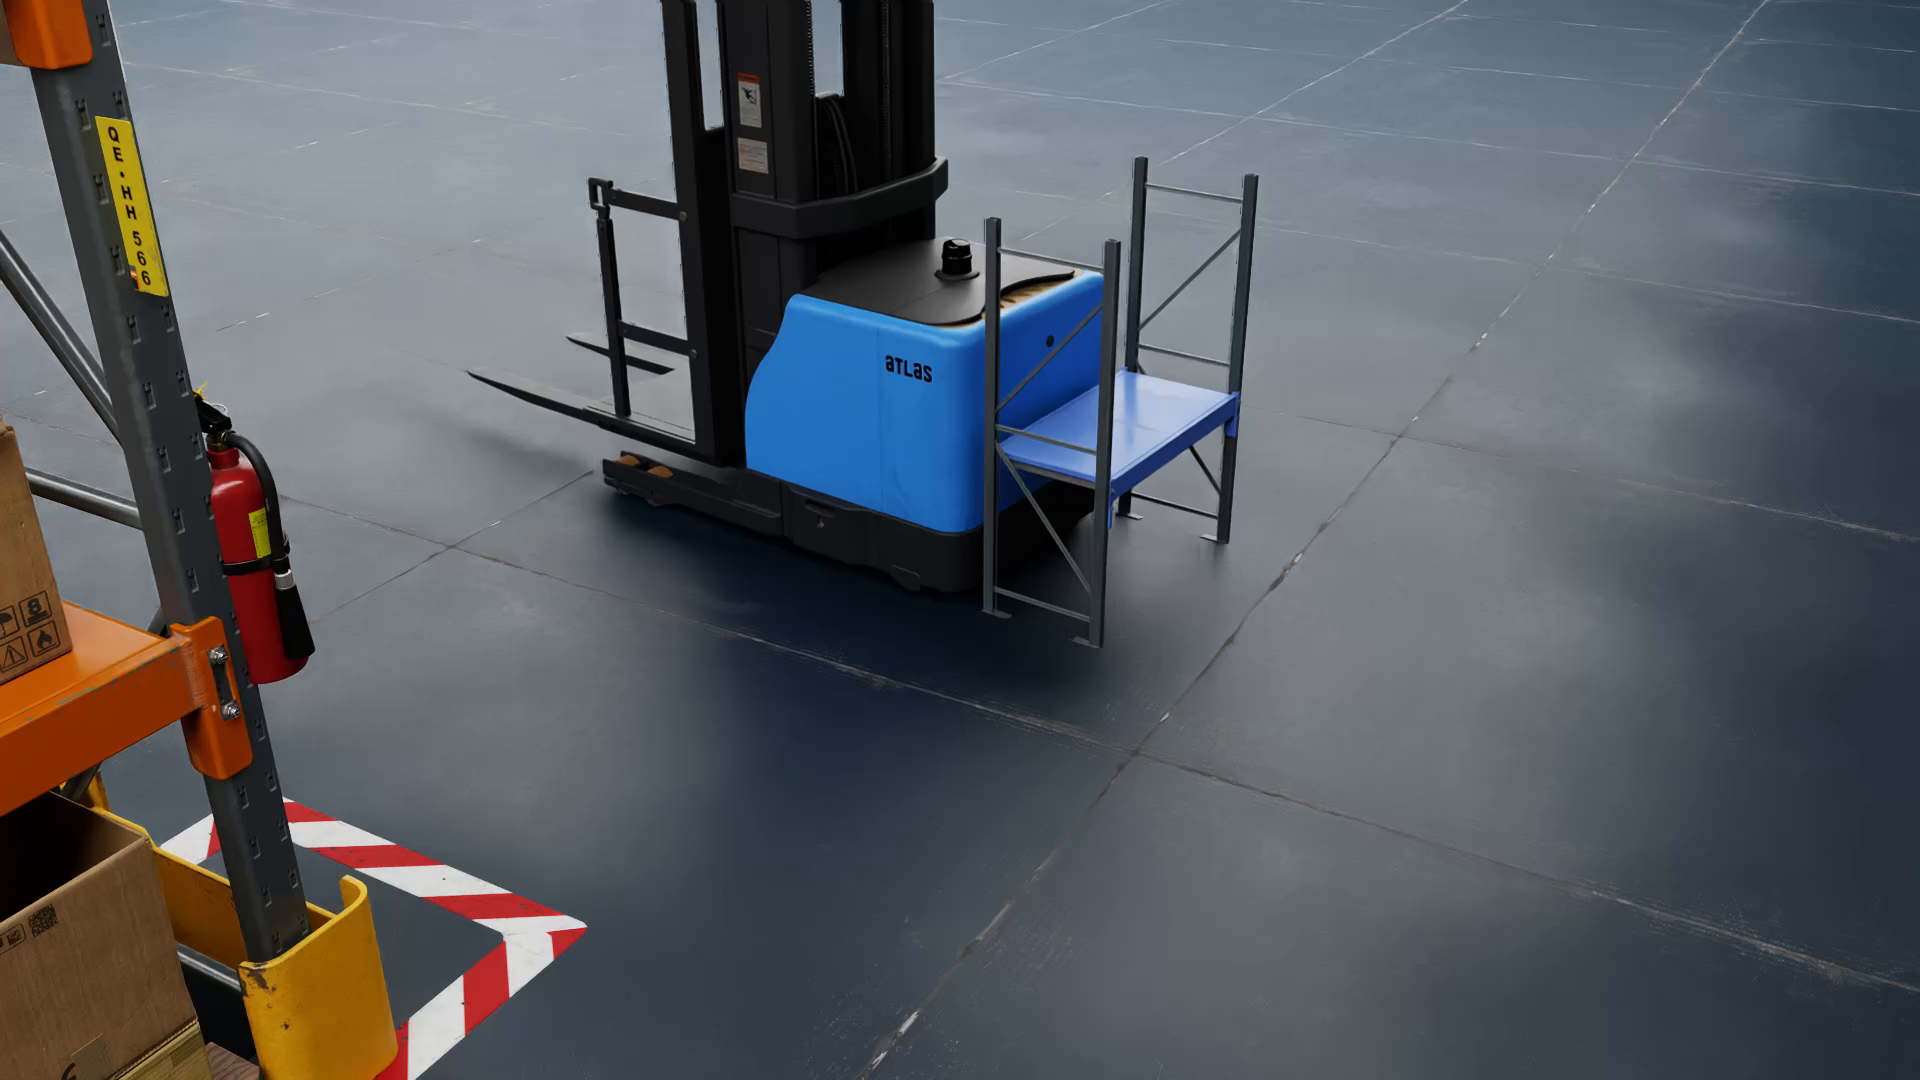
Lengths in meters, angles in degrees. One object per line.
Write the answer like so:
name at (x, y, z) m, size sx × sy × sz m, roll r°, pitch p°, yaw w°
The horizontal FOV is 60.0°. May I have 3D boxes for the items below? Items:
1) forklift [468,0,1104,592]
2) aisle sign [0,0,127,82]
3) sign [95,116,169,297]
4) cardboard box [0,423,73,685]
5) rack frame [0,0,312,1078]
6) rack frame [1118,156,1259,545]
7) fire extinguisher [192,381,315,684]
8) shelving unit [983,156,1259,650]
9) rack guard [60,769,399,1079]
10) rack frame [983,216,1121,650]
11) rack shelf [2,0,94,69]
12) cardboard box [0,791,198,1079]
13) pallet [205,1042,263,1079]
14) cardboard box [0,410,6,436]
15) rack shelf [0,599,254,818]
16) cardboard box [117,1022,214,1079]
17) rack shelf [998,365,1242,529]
forklift at (-0.910, -1.624, 6.719) m, size 3.031 × 2.935 × 1.130 m, roll 18°, pitch 32°, yaw 32°
aisle sign at (-1.704, -1.236, 2.964) m, size 0.394 × 0.787 × 0.004 m, roll 14°, pitch 30°, yaw 26°
sign at (-1.526, -0.612, 3.063) m, size 0.100 × 0.325 × 0.005 m, roll 14°, pitch 30°, yaw 26°
cardboard box at (-2.232, 0.022, 3.244) m, size 0.700 × 0.500 × 0.500 m, roll 14°, pitch 30°, yaw 26°
rack frame at (-1.992, -0.113, 3.624) m, size 1.000 × 3.000 × 0.127 m, roll 14°, pitch 30°, yaw 26°
rack frame at (0.875, -0.719, 6.510) m, size 0.500 × 1.500 × 0.032 m, roll 17°, pitch 31°, yaw 30°
fire extinguisher at (-1.529, -0.022, 3.529) m, size 0.296 × 0.674 × 0.183 m, roll 14°, pitch 30°, yaw 26°
shelving unit at (0.588, -0.531, 6.135) m, size 0.538 × 1.500 × 1.048 m, roll 17°, pitch 31°, yaw 30°
rack guard at (-1.980, 0.996, 4.202) m, size 1.175 × 0.500 × 0.348 m, roll 14°, pitch 30°, yaw 26°
rack frame at (0.300, -0.343, 5.760) m, size 0.500 × 1.500 × 0.032 m, roll 17°, pitch 31°, yaw 30°
rack shelf at (-2.976, -0.353, 1.557) m, size 1.077 × 0.370 × 4.000 m, roll 14°, pitch 30°, yaw 26°
cardboard box at (-1.996, 0.868, 3.429) m, size 0.500 × 0.500 × 0.500 m, roll 14°, pitch 30°, yaw 26°
pallet at (-2.331, 1.441, 3.635) m, size 1.003 × 0.211 × 1.213 m, roll 14°, pitch 30°, yaw 26°
cardboard box at (-2.014, -0.257, 3.075) m, size 0.380 × 0.149 × 0.250 m, roll 14°, pitch 30°, yaw 25°
rack shelf at (-2.976, 0.988, 2.228) m, size 1.077 × 0.370 × 4.000 m, roll 14°, pitch 30°, yaw 26°
cardboard box at (-1.998, 1.203, 3.598) m, size 0.500 × 0.250 × 0.500 m, roll 14°, pitch 30°, yaw 26°
rack shelf at (0.588, -0.370, 6.216) m, size 0.538 × 0.185 × 1.000 m, roll 17°, pitch 31°, yaw 30°
